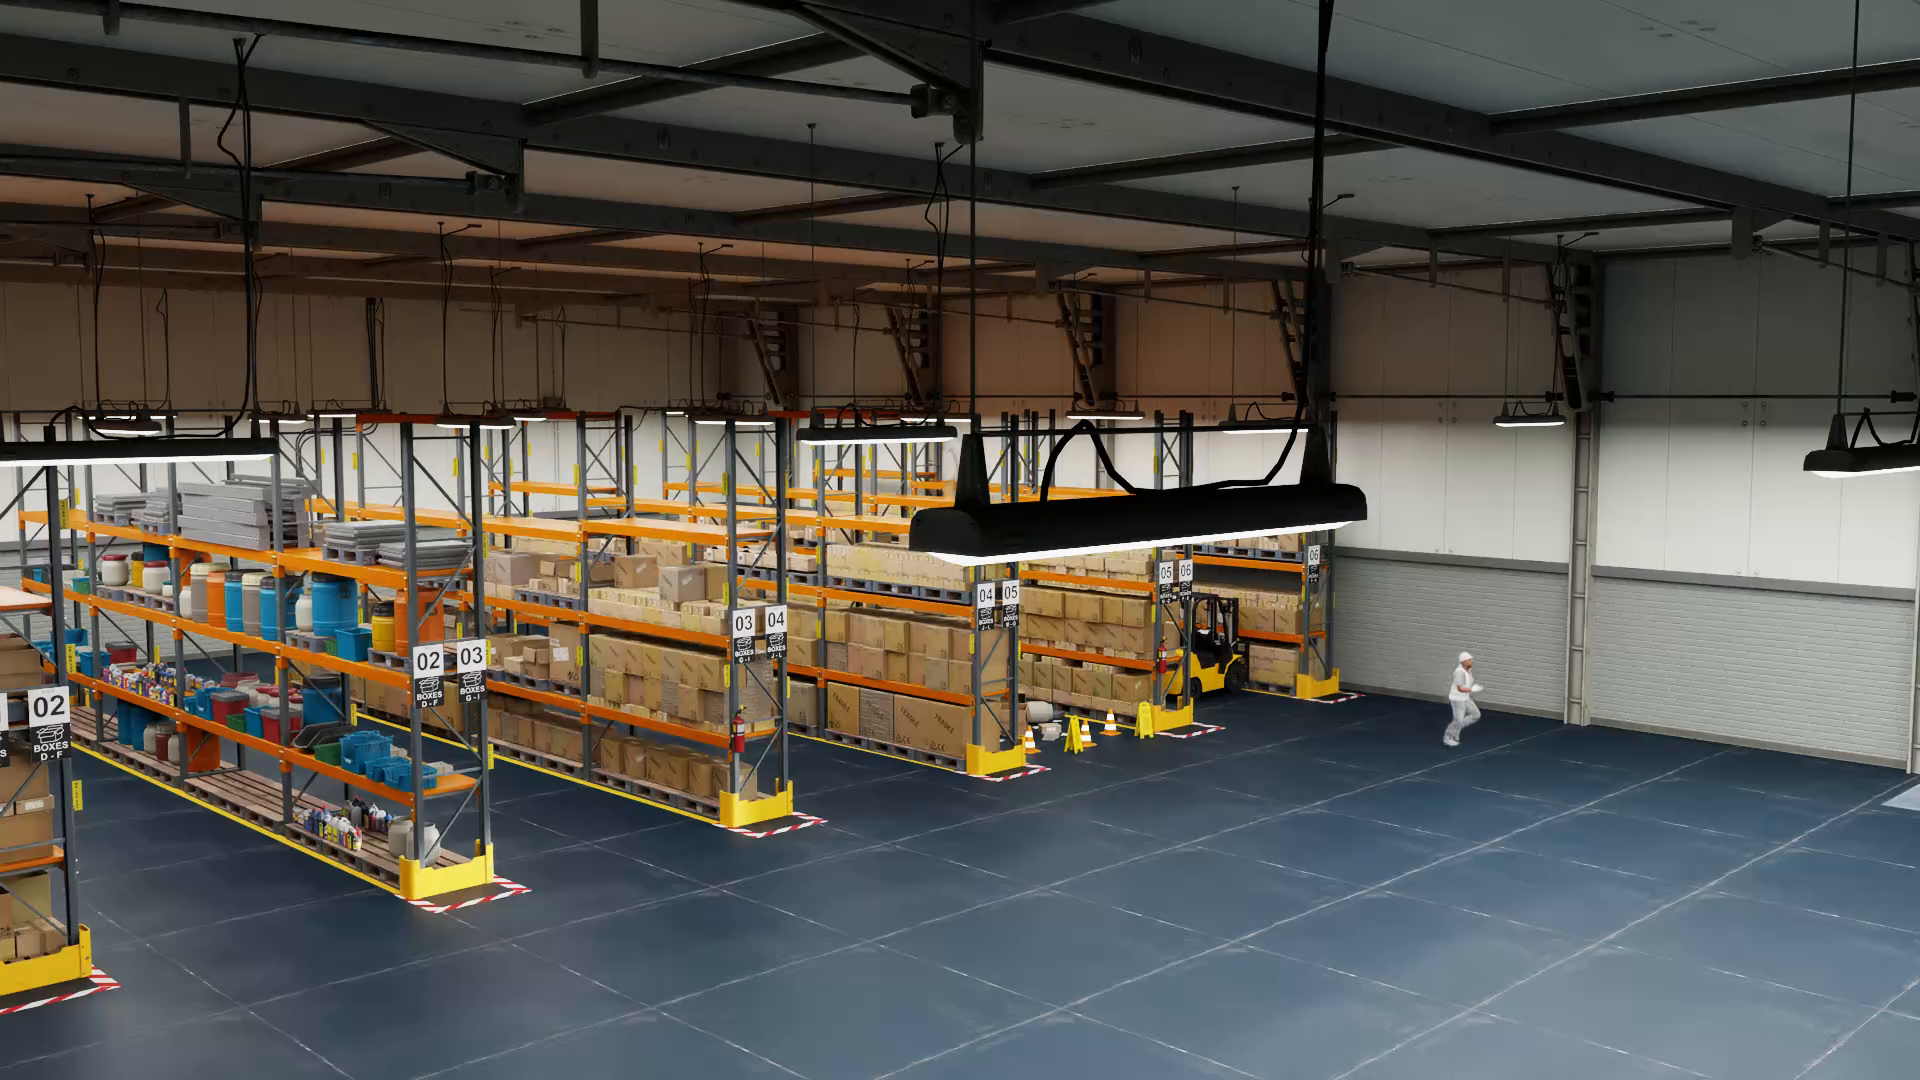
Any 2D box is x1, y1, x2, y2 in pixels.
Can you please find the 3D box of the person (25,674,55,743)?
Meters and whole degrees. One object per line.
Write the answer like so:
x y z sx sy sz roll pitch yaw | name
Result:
-16.040 2.957 28.791 0.691 1.763 0.799 -5 7 -43 | person

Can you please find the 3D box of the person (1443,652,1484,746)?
9.051 2.859 29.864 0.728 1.722 0.726 3 6 33 | person
